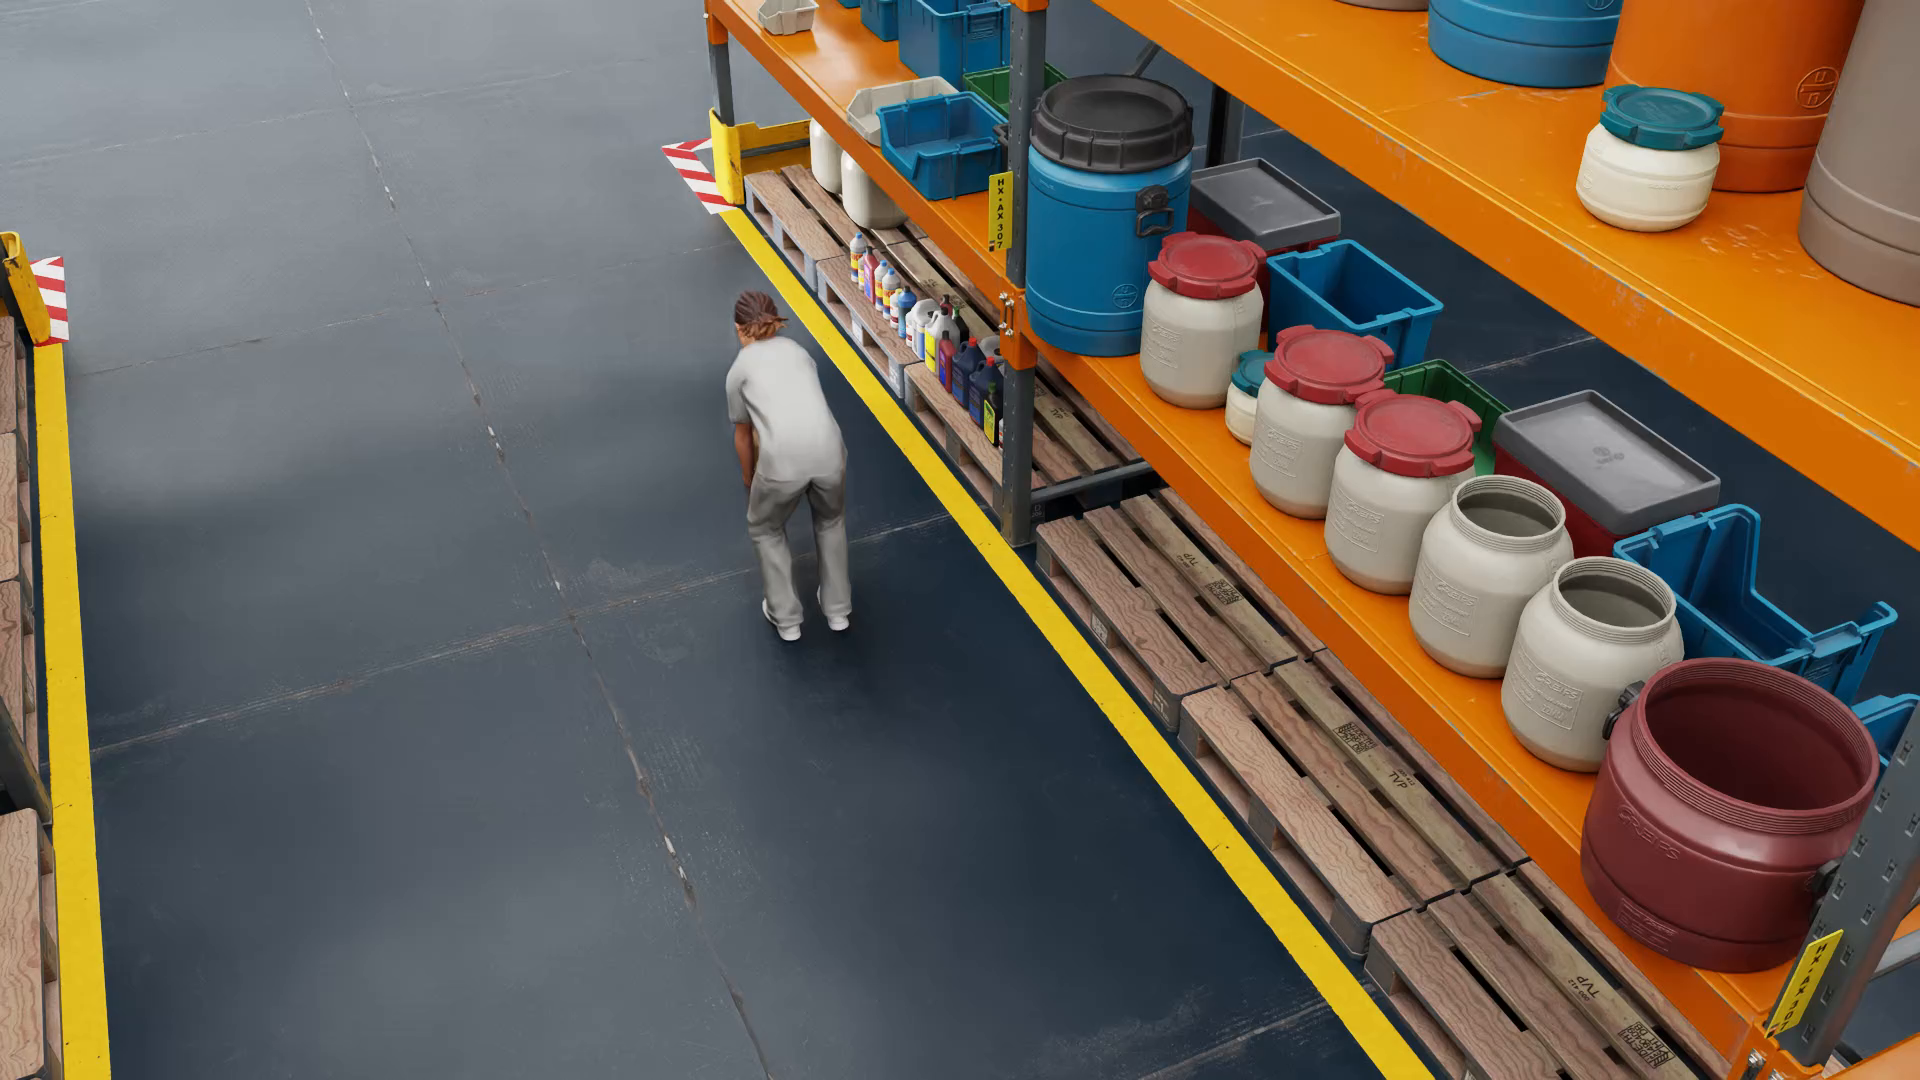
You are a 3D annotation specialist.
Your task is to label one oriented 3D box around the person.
[{"bbox_3d":[-0.721,-0.306,6.852,0.409,1.315,0.812,-13,39,-17],"label":"person"}]
